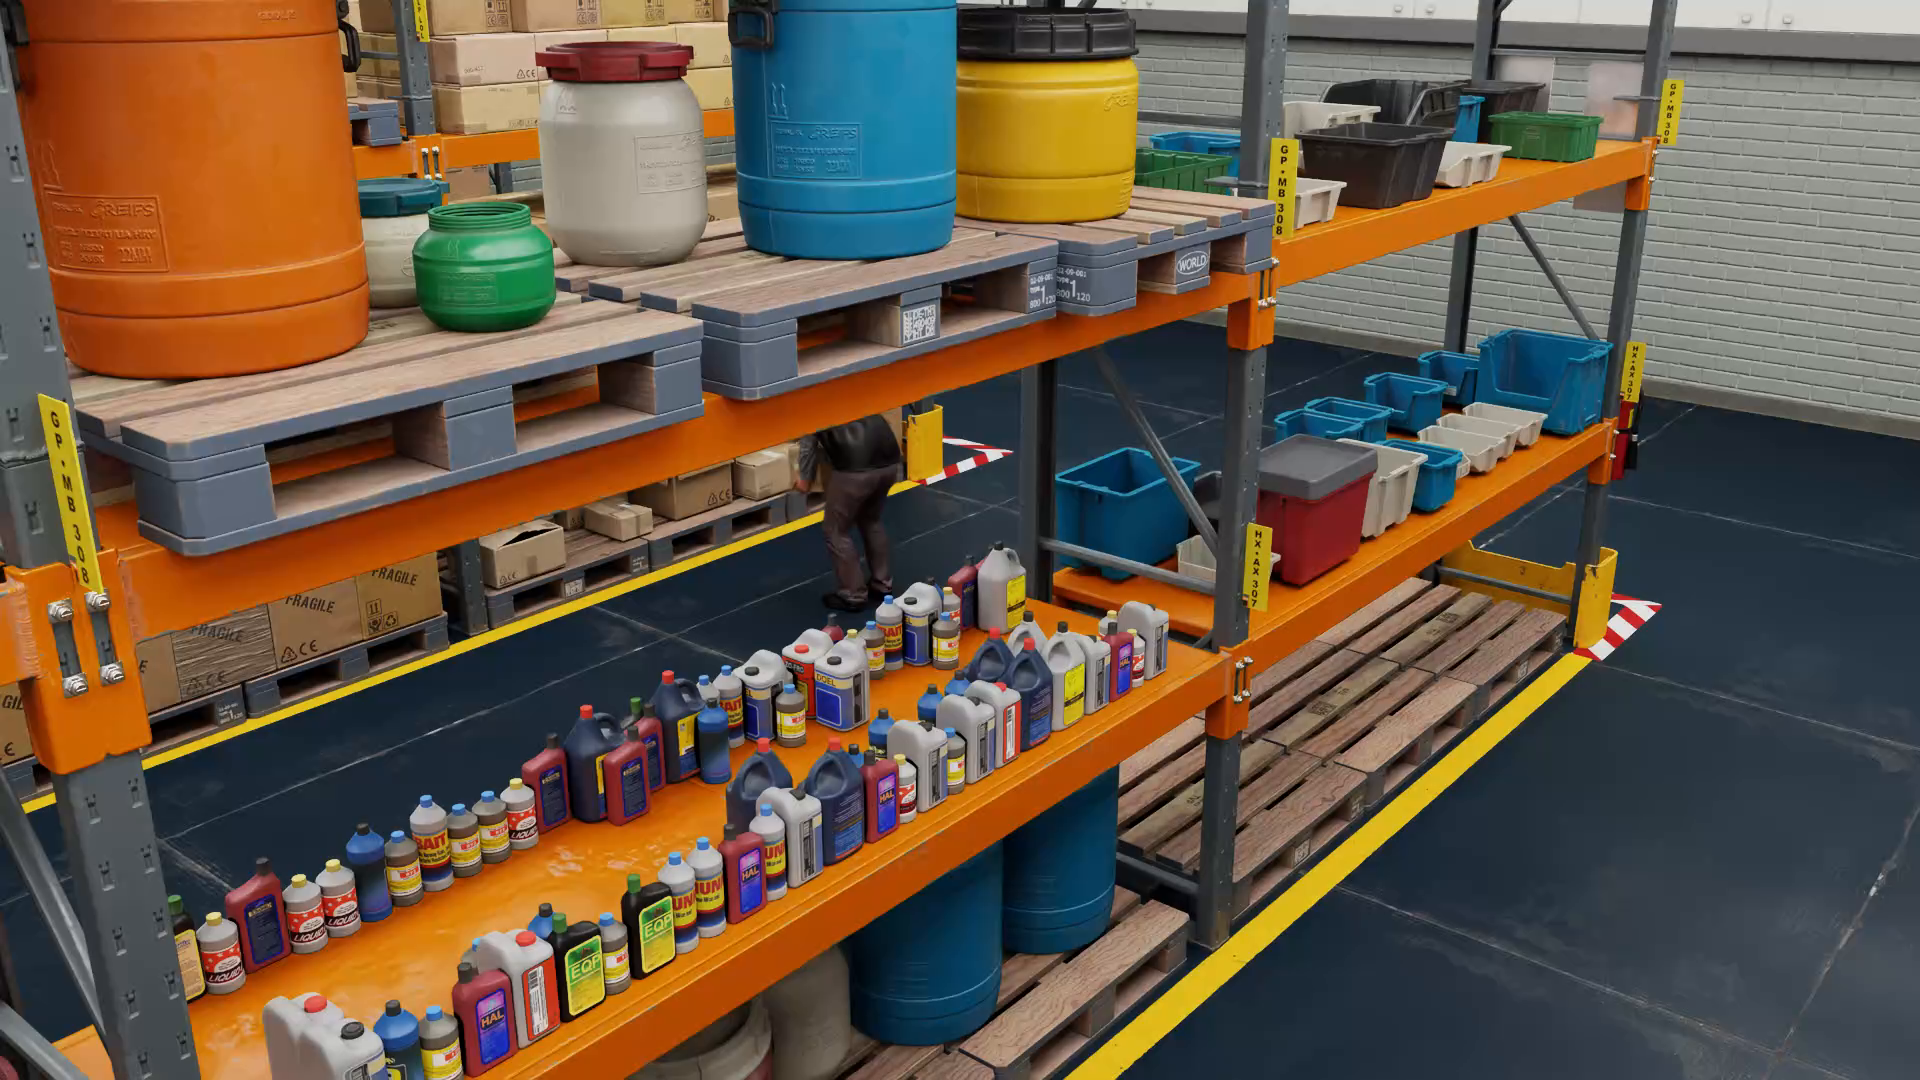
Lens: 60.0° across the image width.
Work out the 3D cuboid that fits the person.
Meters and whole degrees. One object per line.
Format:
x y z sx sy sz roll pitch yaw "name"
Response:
-0.705 -0.388 9.895 0.699 1.575 0.473 15 25 35 "person"
